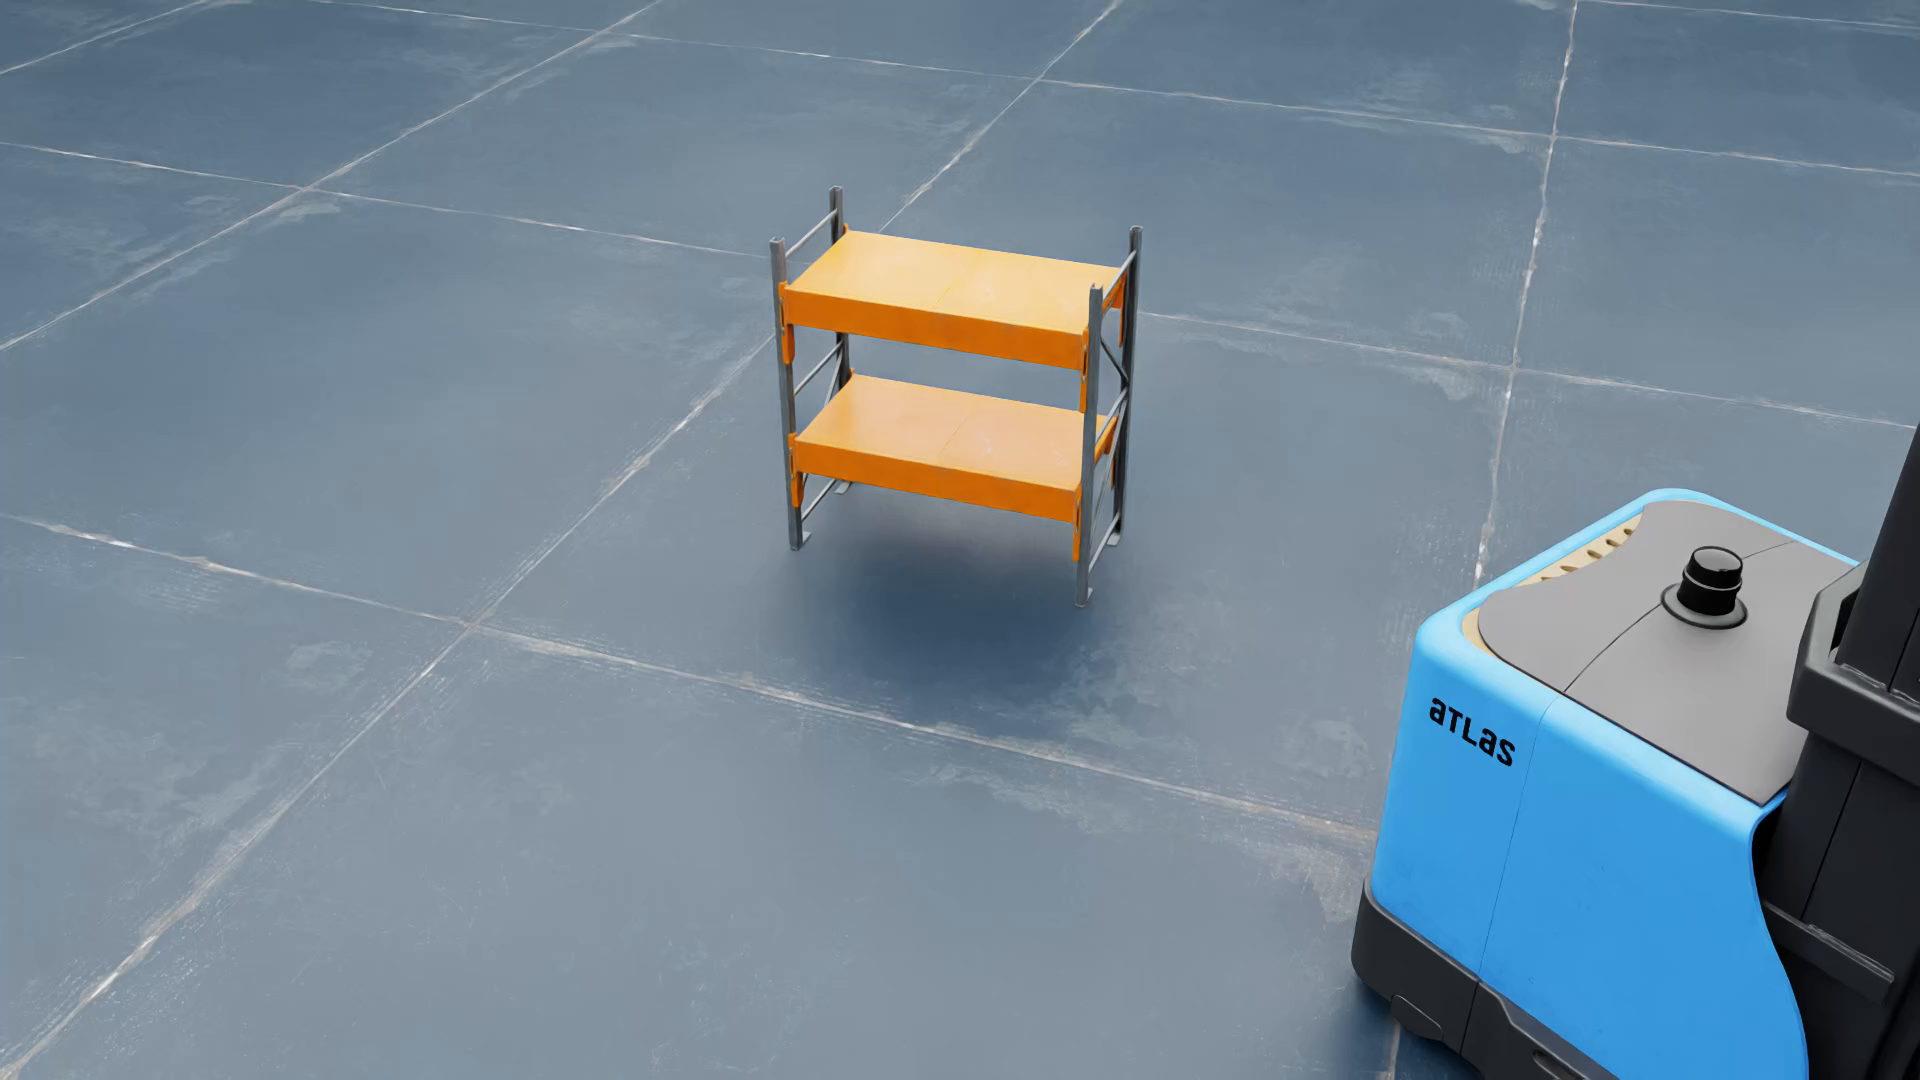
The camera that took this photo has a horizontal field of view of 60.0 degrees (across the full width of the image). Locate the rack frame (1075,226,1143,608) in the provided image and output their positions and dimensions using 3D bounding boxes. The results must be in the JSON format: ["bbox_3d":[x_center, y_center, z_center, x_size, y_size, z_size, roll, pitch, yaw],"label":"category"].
[{"bbox_3d":[0.472,-0.381,5.303,0.032,1.125,0.500,11,34,16],"label":"rack frame"}]

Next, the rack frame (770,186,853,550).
[{"bbox_3d":[-0.485,-0.567,5.591,0.032,1.125,0.500,11,34,16],"label":"rack frame"}]

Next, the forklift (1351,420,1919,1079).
[{"bbox_3d":[2.258,0.311,2.566,1.130,2.935,3.031,-23,40,-31],"label":"forklift"}]

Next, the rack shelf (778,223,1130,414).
[{"bbox_3d":[-0.006,-0.720,5.288,1.000,0.278,0.538,11,34,16],"label":"rack shelf"}]

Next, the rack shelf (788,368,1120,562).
[{"bbox_3d":[-0.006,-0.268,5.579,1.000,0.278,0.538,11,34,16],"label":"rack shelf"}]

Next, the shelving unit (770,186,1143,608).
[{"bbox_3d":[-0.006,-0.474,5.447,1.048,1.125,0.538,11,34,16],"label":"shelving unit"}]
